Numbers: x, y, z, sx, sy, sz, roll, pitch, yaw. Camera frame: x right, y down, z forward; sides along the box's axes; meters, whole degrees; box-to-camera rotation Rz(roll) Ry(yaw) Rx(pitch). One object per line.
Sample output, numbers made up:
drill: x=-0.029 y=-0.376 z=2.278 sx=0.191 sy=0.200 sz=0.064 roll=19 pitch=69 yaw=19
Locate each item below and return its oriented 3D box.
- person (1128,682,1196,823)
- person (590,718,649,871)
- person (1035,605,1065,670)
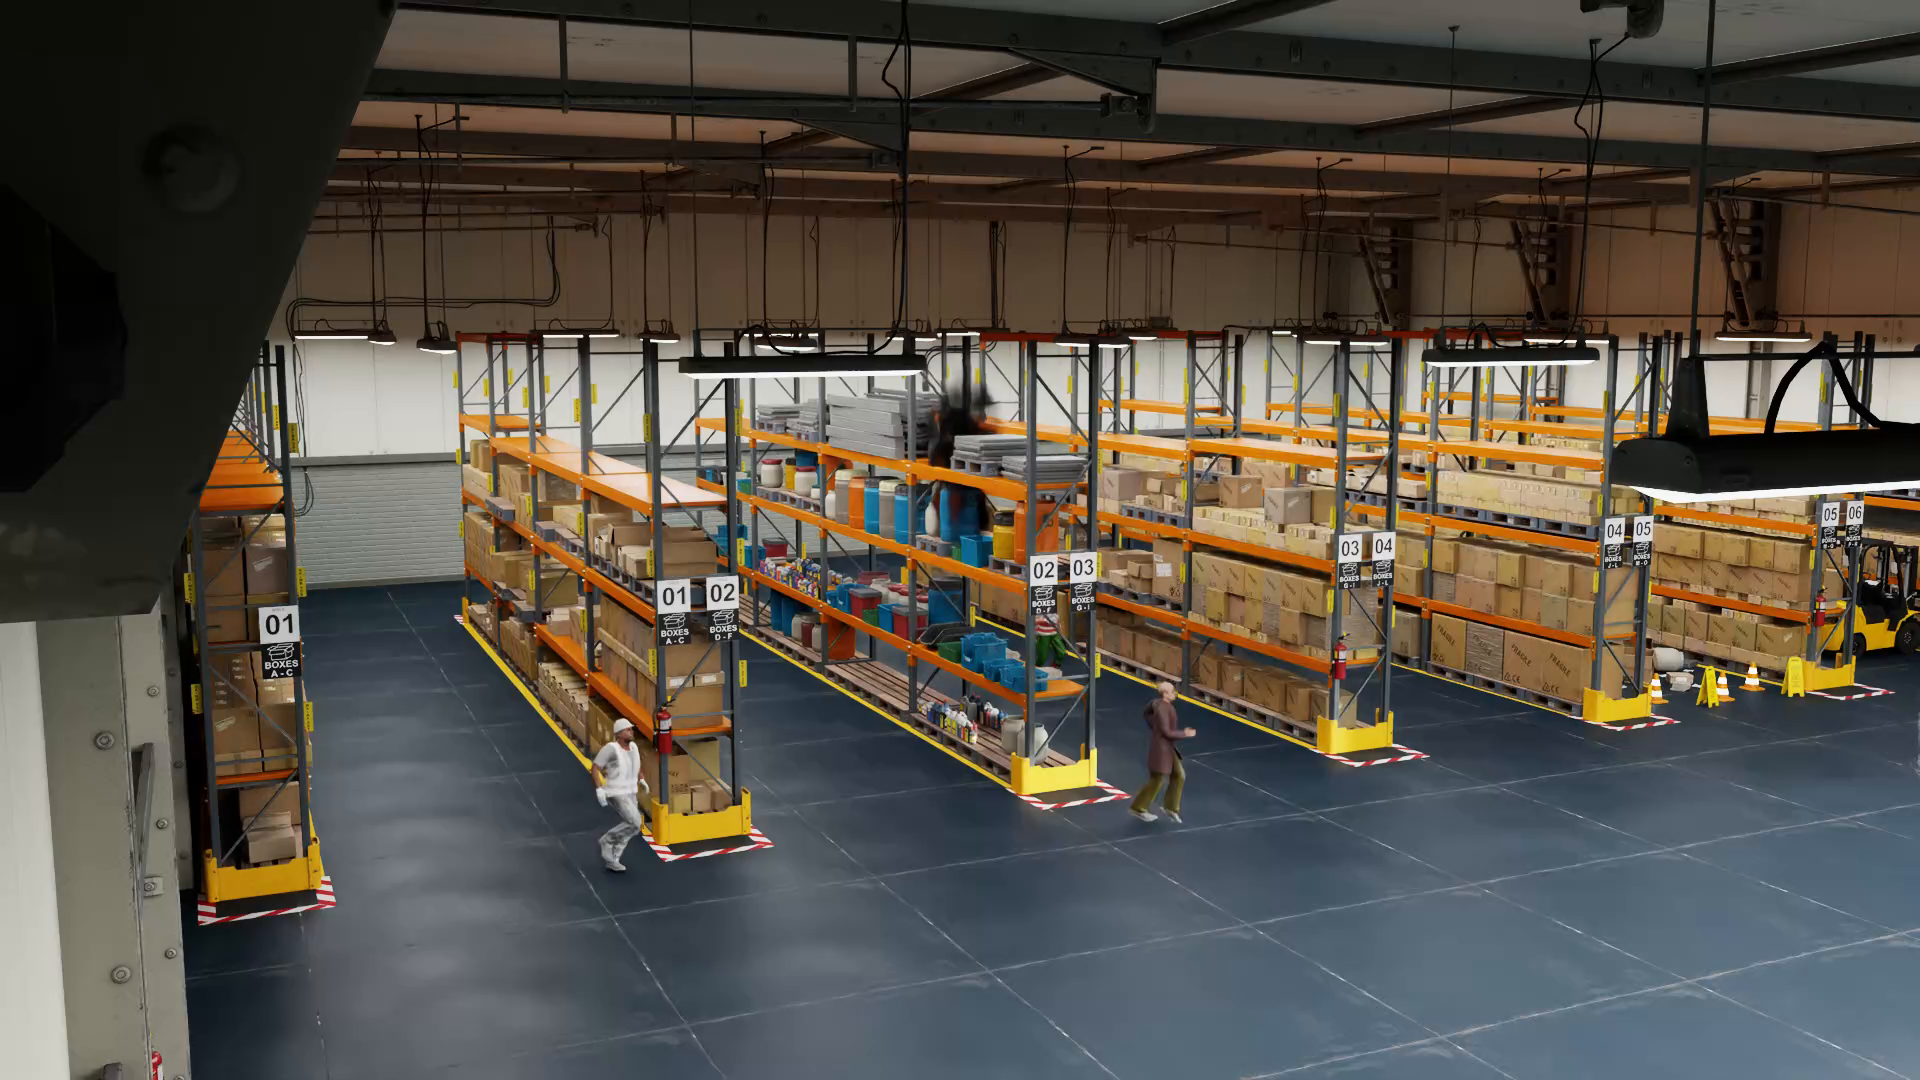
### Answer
person: x=2.527 y=2.687 z=20.771 sx=0.836 sy=1.874 sz=0.734 roll=1 pitch=8 yaw=9
person: x=-3.839 y=2.917 z=19.133 sx=0.555 sy=1.708 sz=0.734 roll=3 pitch=8 yaw=23
person: x=1.517 y=1.637 z=28.330 sx=0.634 sy=1.830 sz=0.713 roll=-5 pitch=9 yaw=-34
